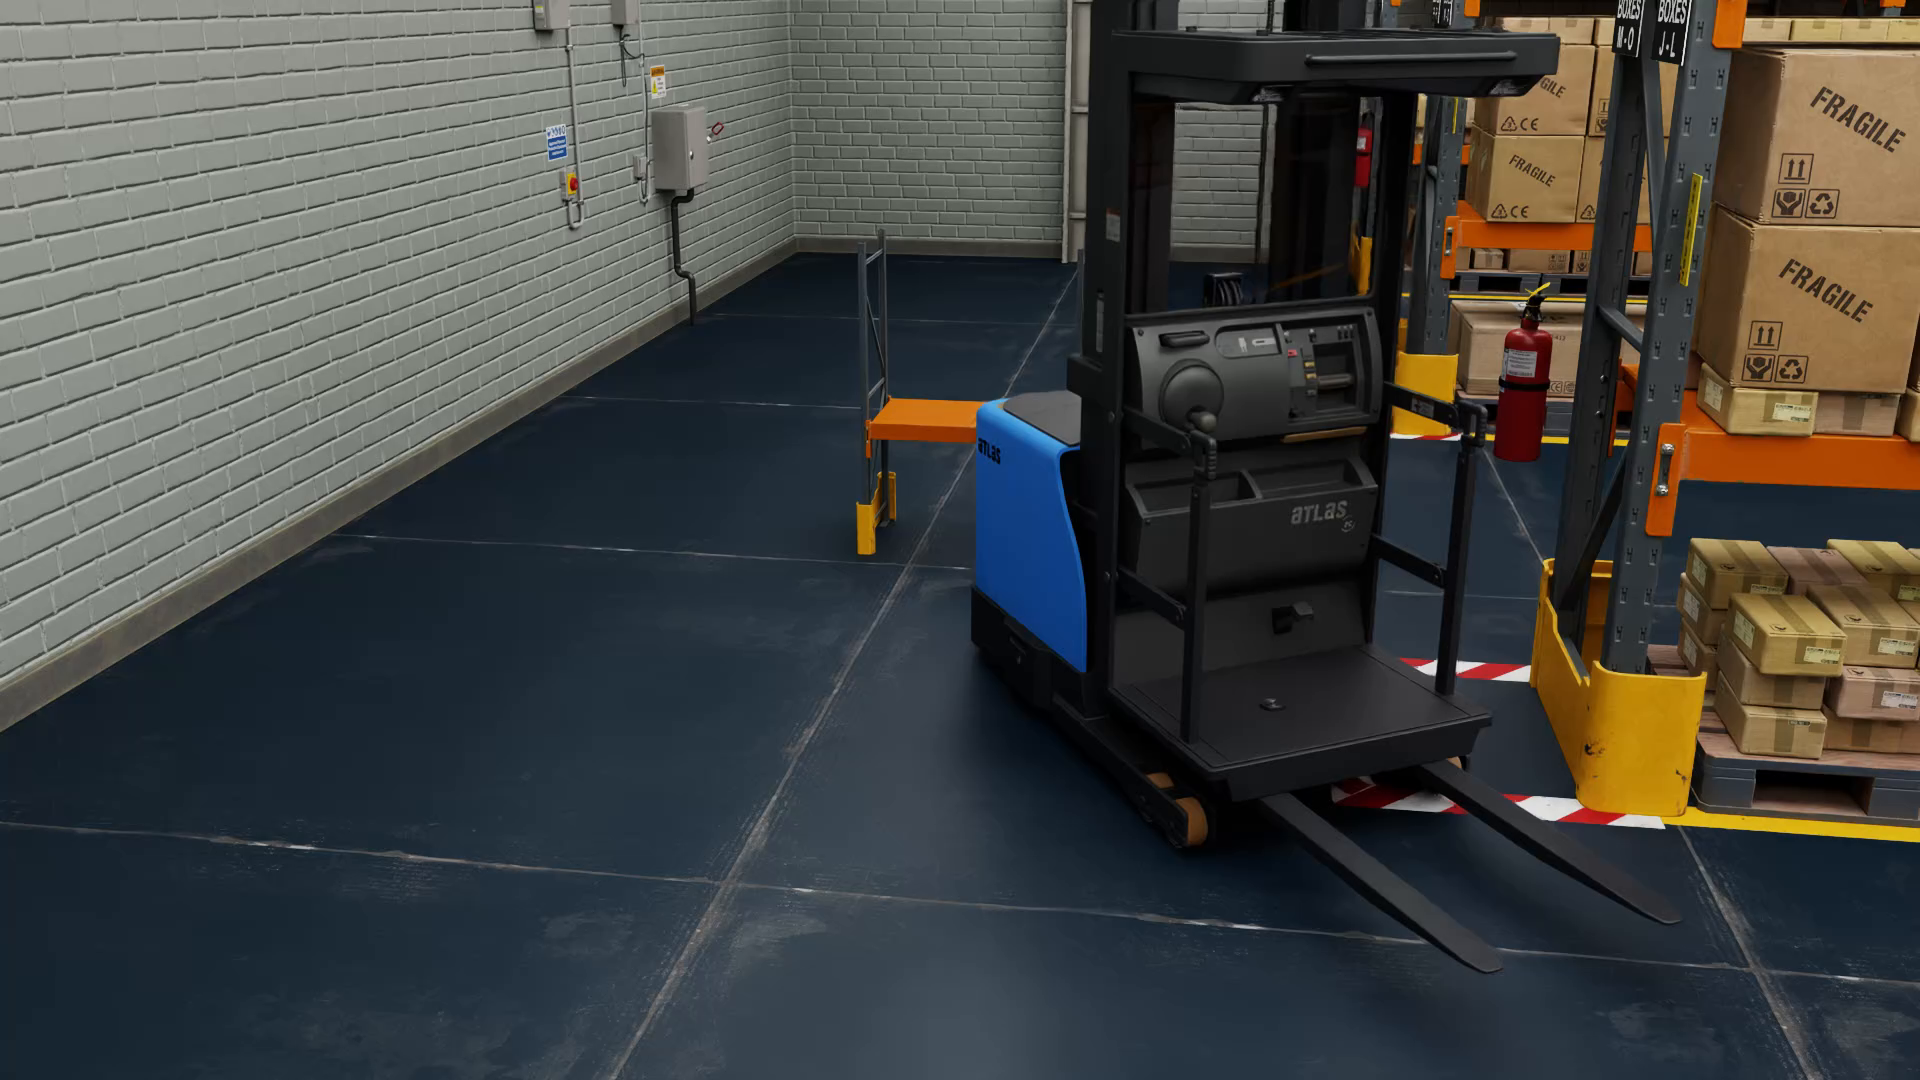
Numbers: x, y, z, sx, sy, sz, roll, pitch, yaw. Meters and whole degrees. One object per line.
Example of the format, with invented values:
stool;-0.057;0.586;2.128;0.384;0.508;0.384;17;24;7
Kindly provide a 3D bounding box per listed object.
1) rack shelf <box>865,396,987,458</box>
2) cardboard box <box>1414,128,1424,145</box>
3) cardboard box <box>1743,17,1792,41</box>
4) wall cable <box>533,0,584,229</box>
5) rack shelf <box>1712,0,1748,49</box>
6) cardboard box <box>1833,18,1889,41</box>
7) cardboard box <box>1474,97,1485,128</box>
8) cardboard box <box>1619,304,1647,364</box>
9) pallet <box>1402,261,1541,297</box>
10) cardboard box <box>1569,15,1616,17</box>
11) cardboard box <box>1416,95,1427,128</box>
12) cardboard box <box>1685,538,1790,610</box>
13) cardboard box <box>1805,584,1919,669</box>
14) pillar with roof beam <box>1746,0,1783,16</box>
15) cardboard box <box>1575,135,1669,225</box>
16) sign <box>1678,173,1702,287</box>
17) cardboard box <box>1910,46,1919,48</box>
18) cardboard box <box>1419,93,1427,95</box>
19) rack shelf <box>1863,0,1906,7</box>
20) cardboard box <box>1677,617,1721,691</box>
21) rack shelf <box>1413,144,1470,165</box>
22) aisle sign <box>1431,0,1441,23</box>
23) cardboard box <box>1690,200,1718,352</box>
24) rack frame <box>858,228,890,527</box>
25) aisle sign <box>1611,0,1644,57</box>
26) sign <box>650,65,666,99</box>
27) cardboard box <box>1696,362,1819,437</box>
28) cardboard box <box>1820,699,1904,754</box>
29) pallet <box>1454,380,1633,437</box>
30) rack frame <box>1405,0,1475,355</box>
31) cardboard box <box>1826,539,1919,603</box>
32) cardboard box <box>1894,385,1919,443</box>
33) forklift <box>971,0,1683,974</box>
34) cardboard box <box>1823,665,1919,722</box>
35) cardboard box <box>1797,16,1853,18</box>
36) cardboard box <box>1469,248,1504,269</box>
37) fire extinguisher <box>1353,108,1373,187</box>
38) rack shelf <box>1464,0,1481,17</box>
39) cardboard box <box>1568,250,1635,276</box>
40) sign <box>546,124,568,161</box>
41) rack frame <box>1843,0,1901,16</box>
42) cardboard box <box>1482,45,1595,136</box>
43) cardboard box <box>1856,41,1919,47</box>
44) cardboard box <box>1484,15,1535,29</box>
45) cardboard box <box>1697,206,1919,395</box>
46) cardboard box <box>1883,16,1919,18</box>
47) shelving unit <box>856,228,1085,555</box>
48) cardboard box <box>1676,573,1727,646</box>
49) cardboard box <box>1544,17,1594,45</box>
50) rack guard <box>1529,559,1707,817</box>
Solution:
rack shelf;0.084;-0.536;8.109;1.000;0.185;0.538;3;19;9
cardboard box;4.029;-3.580;14.673;0.250;0.149;0.380;3;19;8
cardboard box;4.549;-2.902;9.492;0.250;0.149;0.380;3;19;9
wall cable;-2.607;-3.020;10.951;0.123;1.953;0.585;3;19;9
rack shelf;4.253;-1.672;4.978;4.000;0.370;1.077;3;19;9
cardboard box;5.061;-2.882;9.435;0.250;0.149;0.380;3;19;9
cardboard box;3.478;-2.819;10.267;0.500;0.500;0.500;4;19;10
cardboard box;4.536;-1.186;10.495;0.875;0.438;0.875;3;19;10
pallet;4.610;-2.436;15.251;1.213;0.211;1.003;3;19;9
cardboard box;3.873;-3.129;10.171;0.250;0.149;0.380;3;19;8
cardboard box;4.153;-3.765;14.595;0.500;0.250;0.500;3;19;9
cardboard box;2.841;0.127;6.090;0.250;0.149;0.380;3;19;9
cardboard box;3.033;0.289;5.607;0.250;0.149;0.380;3;19;10
pillar with roof beam;6.470;-5.414;10.303;0.400;9.000;9.100;3;19;9
cardboard box;3.896;-2.163;9.884;0.500;0.500;0.500;3;19;8
sign;2.193;-0.932;4.996;0.005;0.325;0.100;3;19;9
cardboard box;3.179;-1.224;5.033;0.500;0.500;0.500;3;19;10
cardboard box;4.244;-3.932;15.095;0.500;0.250;0.500;3;19;10
rack shelf;9.672;-4.581;13.675;4.000;0.370;1.077;3;19;9
cardboard box;2.831;0.423;6.143;0.250;0.149;0.380;3;19;10
rack shelf;5.722;-3.360;14.752;4.000;0.370;1.077;3;19;9
aisle sign;2.942;-3.580;10.180;0.004;0.787;0.394;3;19;9
cardboard box;2.763;-0.937;5.751;0.500;0.500;0.500;3;19;10
rack frame;-0.418;-0.733;8.129;0.032;1.500;0.500;3;19;9
aisle sign;2.254;-2.021;5.520;0.004;0.787;0.394;3;19;9
sign;-2.343;-3.559;12.911;0.001;0.242;0.339;3;19;9
cardboard box;2.546;-0.453;5.325;0.250;0.149;0.380;3;19;8
cardboard box;3.016;0.576;5.685;0.250;0.149;0.380;3;19;8
pallet;3.766;-0.909;10.686;1.213;0.211;1.003;3;19;9
rack frame;2.964;-2.247;10.291;0.127;3.000;1.000;3;19;9
cardboard box;3.356;0.131;6.078;0.250;0.149;0.380;3;19;7
cardboard box;3.061;-0.423;5.235;0.250;0.149;0.380;2;19;7
forklift;1.079;-0.550;5.328;1.130;2.935;3.031;-8;20;-21
cardboard box;3.017;0.459;5.566;0.250;0.149;0.380;3;19;8
cardboard box;5.142;-3.054;9.949;0.250;0.149;0.380;3;19;9
cardboard box;4.750;-2.555;15.044;0.250;0.149;0.380;2;19;6
fire extinguisher;3.529;-3.451;14.600;0.183;0.674;0.296;3;19;9
rack shelf;4.939;-3.228;9.628;4.000;0.370;1.077;3;19;9
cardboard box;5.680;-2.642;14.750;0.500;0.500;0.500;3;19;10
sign;-2.675;-2.639;11.038;0.001;0.218;0.327;3;19;9
rack frame;7.697;-3.601;14.337;0.127;3.000;1.000;3;19;9
cardboard box;3.393;-2.655;9.778;0.500;0.500;0.500;3;19;7
cardboard box;3.270;-1.383;5.507;0.500;0.500;0.500;2;19;7
cardboard box;3.350;-3.121;10.147;0.250;0.149;0.380;3;19;9
cardboard box;2.678;-0.770;5.252;0.500;0.500;0.500;4;19;11
cardboard box;5.635;-3.034;9.887;0.250;0.149;0.380;2;19;7
shelving unit;0.075;-0.707;8.054;1.083;1.500;0.587;3;19;9
cardboard box;2.845;0.258;6.167;0.250;0.149;0.380;2;19;7
cardboard box;3.541;-2.981;9.728;0.250;0.149;0.380;3;19;10
rack guard;2.354;0.498;6.026;0.348;0.500;1.175;3;19;9
